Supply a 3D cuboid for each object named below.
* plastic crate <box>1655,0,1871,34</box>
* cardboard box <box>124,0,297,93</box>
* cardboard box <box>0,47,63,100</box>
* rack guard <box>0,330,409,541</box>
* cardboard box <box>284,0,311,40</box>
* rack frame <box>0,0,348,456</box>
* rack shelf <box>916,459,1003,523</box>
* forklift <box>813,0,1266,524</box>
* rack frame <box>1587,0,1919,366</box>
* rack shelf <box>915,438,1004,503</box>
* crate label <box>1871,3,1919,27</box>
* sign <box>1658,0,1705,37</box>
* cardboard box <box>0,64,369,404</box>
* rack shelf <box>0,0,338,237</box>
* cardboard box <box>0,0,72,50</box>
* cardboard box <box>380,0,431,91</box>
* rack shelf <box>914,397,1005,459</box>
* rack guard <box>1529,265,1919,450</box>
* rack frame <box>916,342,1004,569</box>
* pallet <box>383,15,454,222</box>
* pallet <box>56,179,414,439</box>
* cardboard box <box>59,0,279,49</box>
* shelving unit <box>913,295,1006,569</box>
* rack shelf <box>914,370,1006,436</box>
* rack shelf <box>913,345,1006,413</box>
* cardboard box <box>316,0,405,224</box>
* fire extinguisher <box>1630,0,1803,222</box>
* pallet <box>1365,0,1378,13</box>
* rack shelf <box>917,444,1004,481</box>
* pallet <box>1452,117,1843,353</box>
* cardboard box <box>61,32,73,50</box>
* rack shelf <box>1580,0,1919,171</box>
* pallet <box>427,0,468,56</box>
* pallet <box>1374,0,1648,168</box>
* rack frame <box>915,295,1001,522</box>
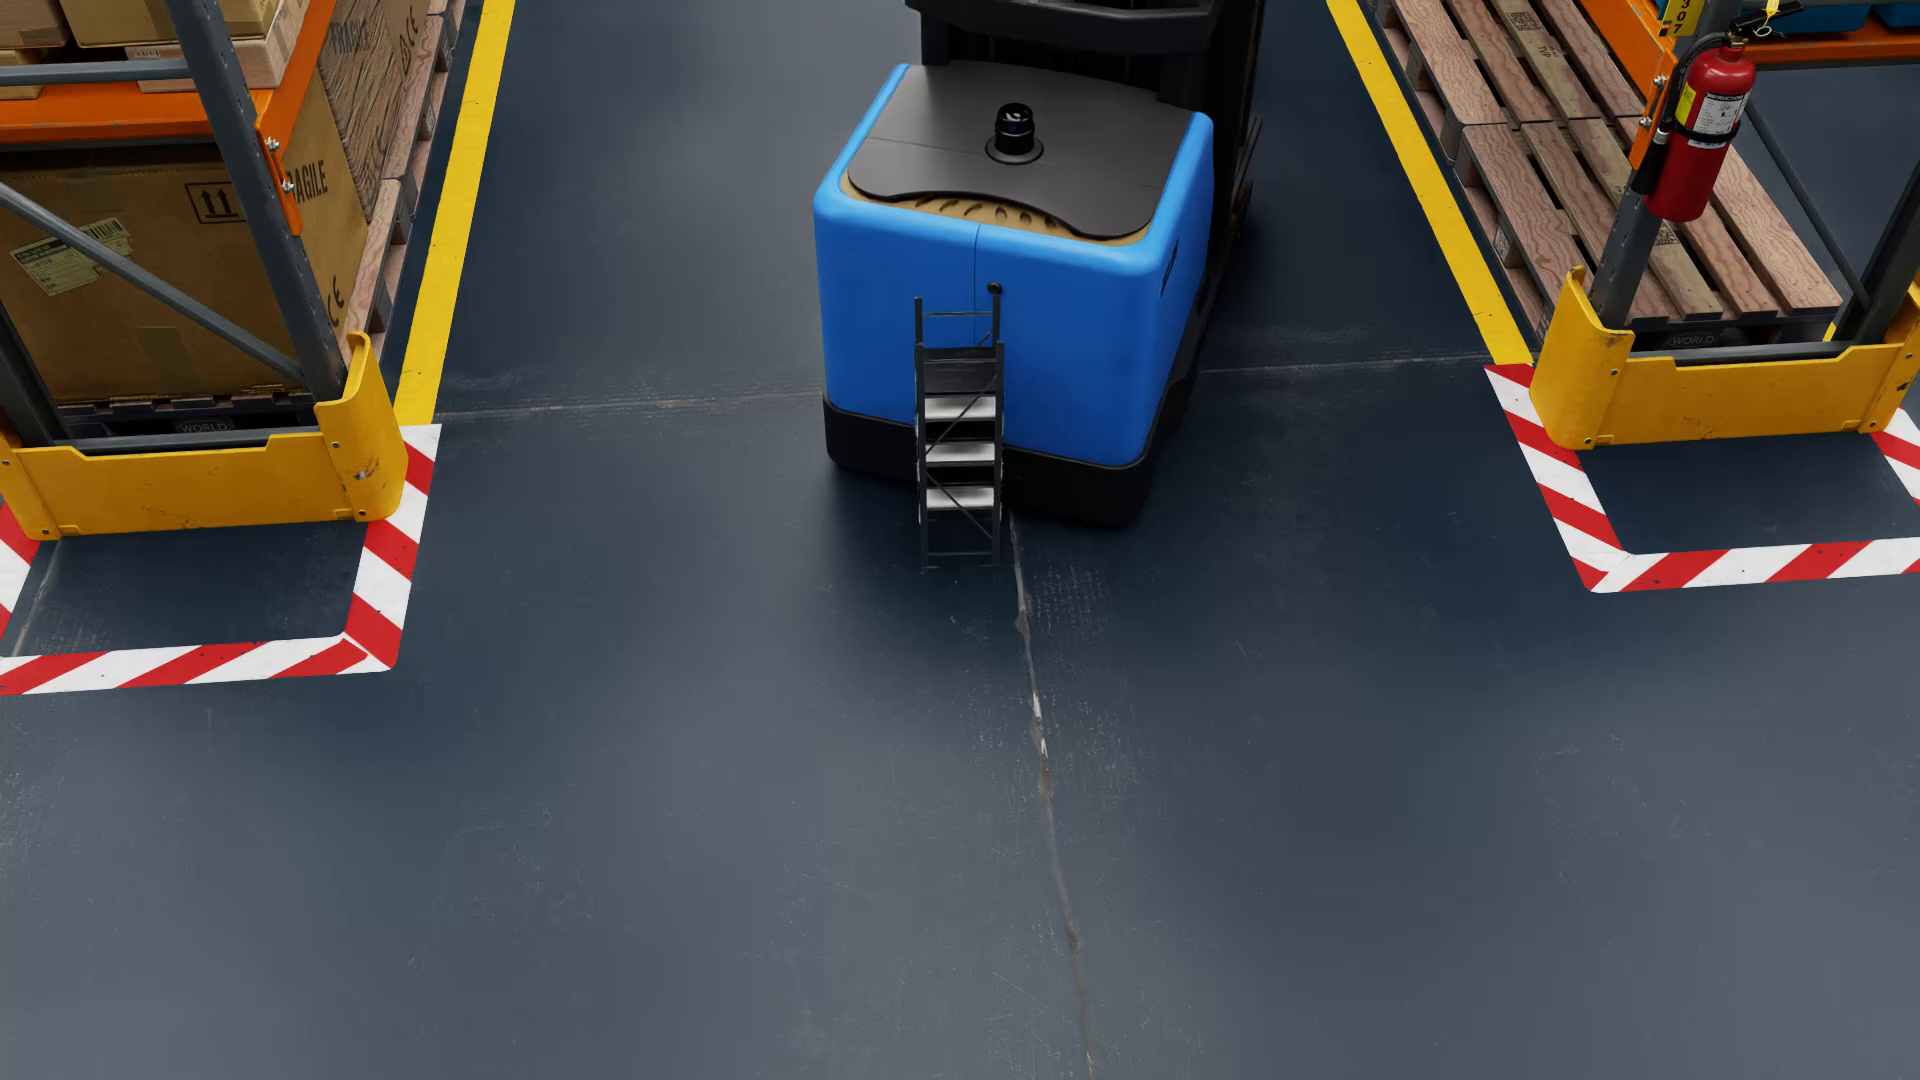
[{"bbox_3d":[2.321,-1.767,4.792,0.616,0.435,0.499,-3,47,-3],"label":"plastic crate"},{"bbox_3d":[-2.101,-1.393,4.676,0.380,0.149,0.250,-3,47,-3],"label":"cardboard box"},{"bbox_3d":[-2.758,-1.353,4.639,0.380,0.149,0.250,-3,47,-3],"label":"cardboard box"},{"bbox_3d":[-2.398,-0.325,5.214,1.175,0.500,0.348,-3,47,-3],"label":"rack guard"},{"bbox_3d":[-2.124,-1.578,4.852,0.380,0.149,0.250,-4,47,-4],"label":"cardboard box"},{"bbox_3d":[-2.400,-1.202,4.322,1.000,3.000,0.127,-3,47,-3],"label":"rack frame"},{"bbox_3d":[-0.003,-0.152,5.068,0.258,0.077,0.200,-2,47,-1],"label":"rack shelf"},{"bbox_3d":[0.486,-2.151,5.268,1.130,2.935,3.031,13,48,12],"label":"forklift"},{"bbox_3d":[2.535,-1.503,4.608,1.000,3.000,0.127,-3,47,-3],"label":"rack frame"},{"bbox_3d":[-0.003,-0.214,5.002,0.258,0.077,0.200,-2,47,-1],"label":"rack shelf"},{"bbox_3d":[2.843,-1.665,4.835,0.416,0.233,0.303,-3,47,-3],"label":"crate label"},{"bbox_3d":[1.988,-1.514,4.506,0.100,0.325,0.005,-3,47,-3],"label":"sign"},{"bbox_3d":[-2.534,-1.074,5.375,0.875,0.875,0.875,-3,47,-3],"label":"cardboard box"},{"bbox_3d":[-2.568,-2.402,5.954,1.077,0.370,4.000,-3,47,-3],"label":"rack shelf"},{"bbox_3d":[-2.705,-1.587,4.586,0.500,0.250,0.500,-4,47,-4],"label":"cardboard box"},{"bbox_3d":[-2.684,-2.376,6.609,0.875,0.875,0.875,-3,47,-3],"label":"cardboard box"},{"bbox_3d":[-0.003,-0.337,4.872,0.258,0.077,0.200,-2,47,-1],"label":"rack shelf"},{"bbox_3d":[2.550,-0.627,5.499,1.175,0.500,0.348,-3,47,-3],"label":"rack guard"},{"bbox_3d":[0.001,-0.225,4.843,0.240,0.900,0.006,-2,47,-1],"label":"rack frame"},{"bbox_3d":[-2.644,-1.698,6.712,1.003,0.211,1.213,-3,47,-3],"label":"pallet"},{"bbox_3d":[-2.545,-0.817,5.878,1.003,0.211,1.213,-3,47,-3],"label":"pallet"},{"bbox_3d":[-2.172,-1.616,4.613,0.500,0.250,0.500,-5,47,-4],"label":"cardboard box"},{"bbox_3d":[-0.003,-0.299,4.913,0.258,0.900,0.210,-2,47,-1],"label":"shelving unit"},{"bbox_3d":[-0.003,-0.399,4.806,0.258,0.077,0.200,-2,47,-1],"label":"rack shelf"},{"bbox_3d":[-0.003,-0.461,4.741,0.258,0.077,0.200,-2,47,-1],"label":"rack shelf"},{"bbox_3d":[-2.610,-1.732,5.999,0.875,0.875,0.875,-3,47,-3],"label":"cardboard box"},{"bbox_3d":[2.095,-1.211,4.642,0.296,0.674,0.183,-3,47,-3],"label":"fire extinguisher"},{"bbox_3d":[2.301,-2.909,7.859,1.003,0.211,1.213,-3,47,-3],"label":"pallet"},{"bbox_3d":[-0.003,-0.276,4.937,0.258,0.077,0.200,-2,47,-1],"label":"rack shelf"},{"bbox_3d":[2.505,-1.143,6.187,1.003,0.211,1.213,-3,47,-3],"label":"pallet"},{"bbox_3d":[-2.782,-1.541,4.817,0.380,0.149,0.250,-3,47,-3],"label":"cardboard box"},{"bbox_3d":[2.368,-2.703,6.239,1.077,0.370,4.000,-3,47,-3],"label":"rack shelf"},{"bbox_3d":[-2.750,-2.582,7.550,1.003,0.211,1.213,-3,47,-3],"label":"pallet"},{"bbox_3d":[2.406,-2.024,7.021,1.003,0.211,1.213,-3,47,-3],"label":"pallet"},{"bbox_3d":[-0.007,-0.372,4.983,0.240,0.900,0.006,-2,47,-1],"label":"rack frame"}]
